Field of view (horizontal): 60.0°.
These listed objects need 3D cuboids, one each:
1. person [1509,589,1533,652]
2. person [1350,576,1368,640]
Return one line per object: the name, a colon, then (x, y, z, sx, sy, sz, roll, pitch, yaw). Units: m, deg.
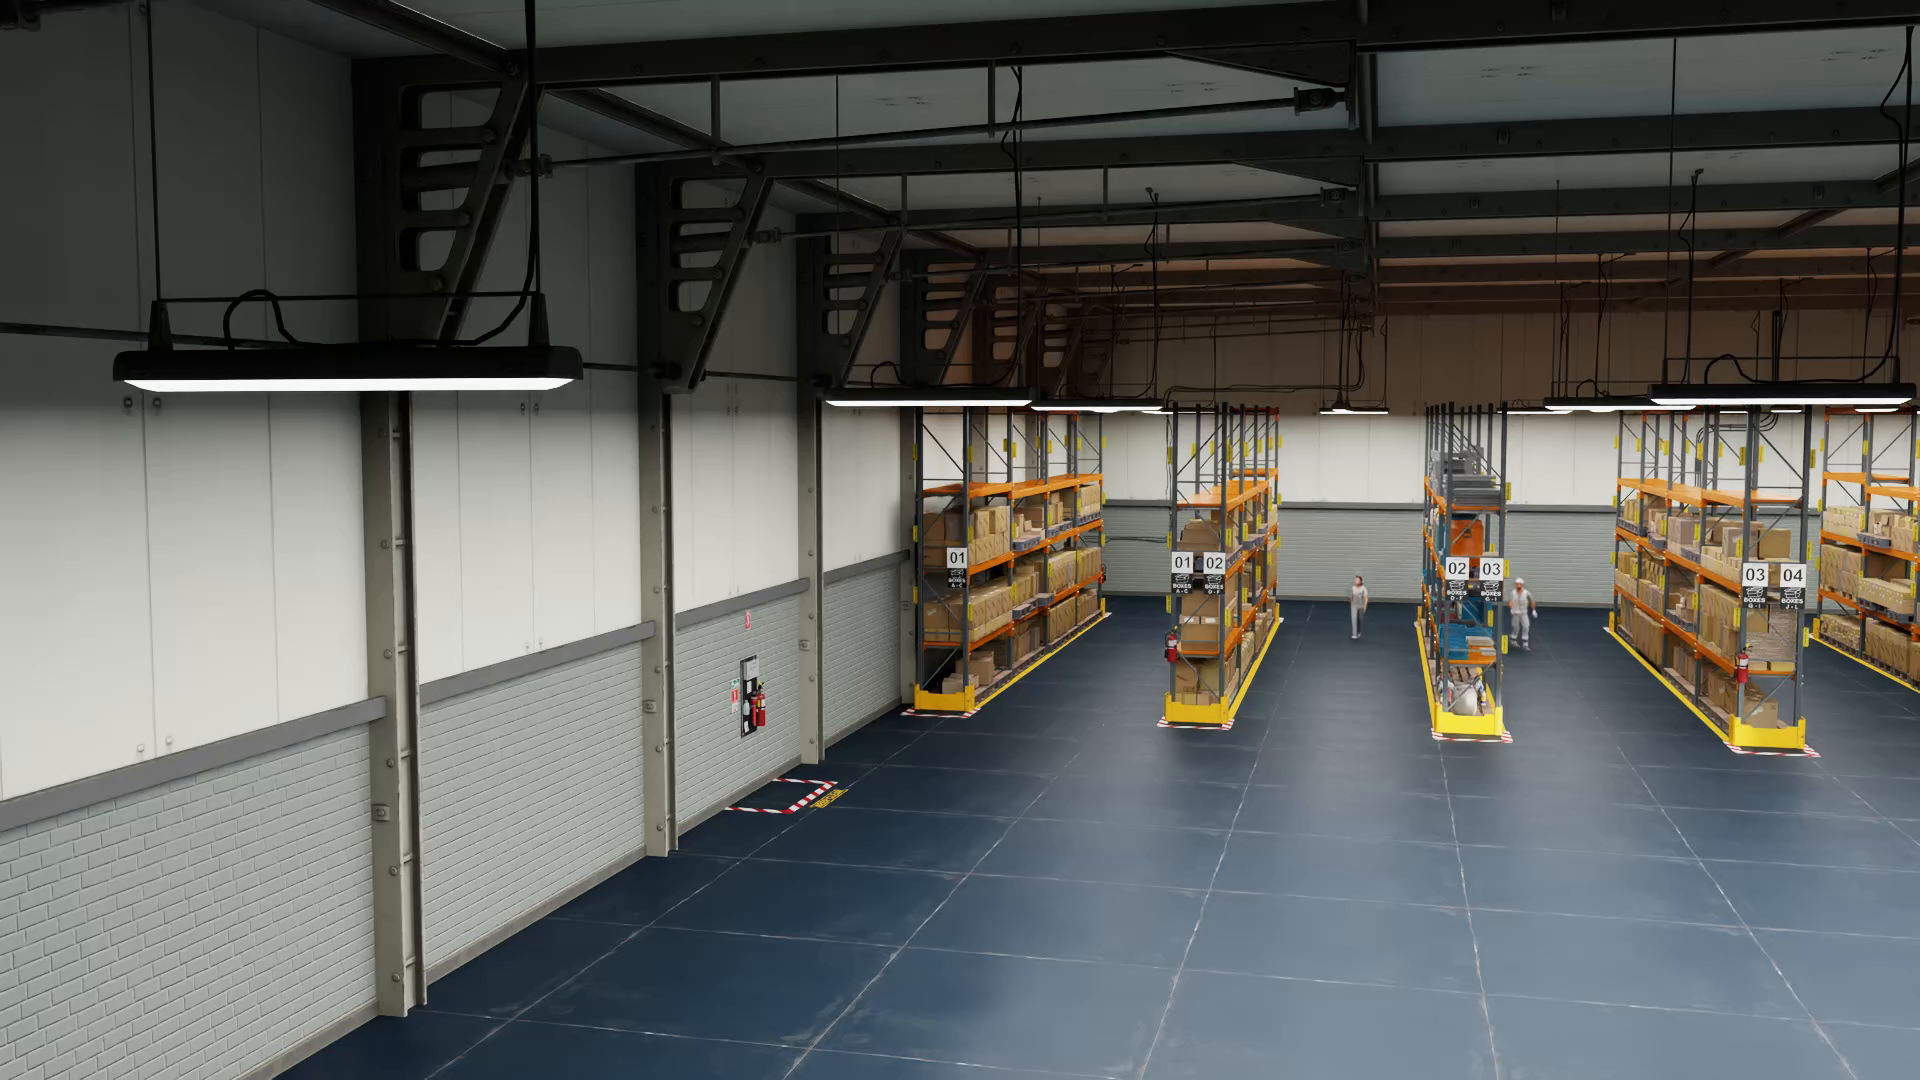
person: (13.807, 1.935, 40.909, 0.574, 1.512, 0.871, 0, 4, -4)
person: (10.276, 1.737, 42.859, 0.443, 1.609, 1.039, 1, 4, 12)
